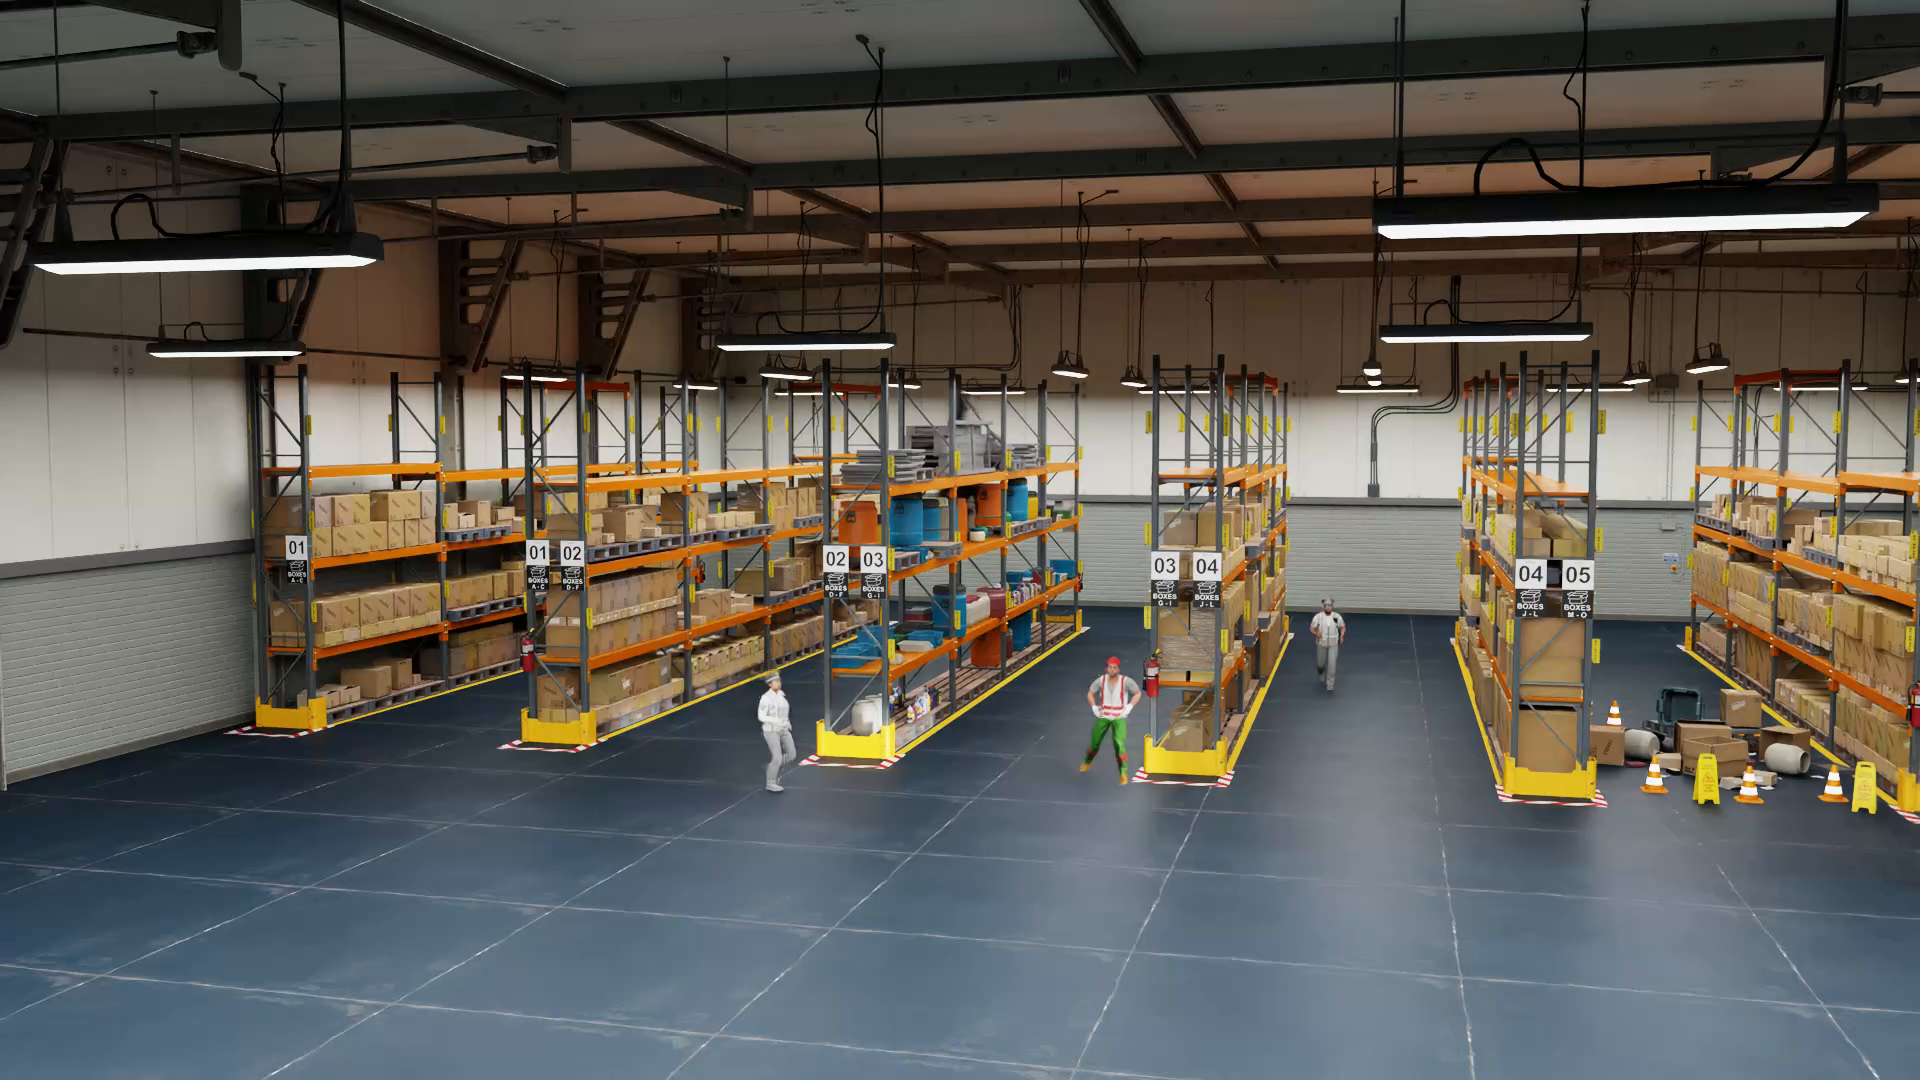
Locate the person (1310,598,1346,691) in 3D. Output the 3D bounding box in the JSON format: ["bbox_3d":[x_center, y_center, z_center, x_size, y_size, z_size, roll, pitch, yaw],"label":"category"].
[{"bbox_3d":[6.975,1.956,31.509,0.674,1.740,0.782,1,4,10],"label":"person"}]

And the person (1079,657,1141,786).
[{"bbox_3d":[2.095,2.519,23.458,0.899,1.774,0.766,1,4,12],"label":"person"}]

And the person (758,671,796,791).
[{"bbox_3d":[-2.457,2.606,22.679,0.529,1.652,0.605,3,5,37],"label":"person"}]
